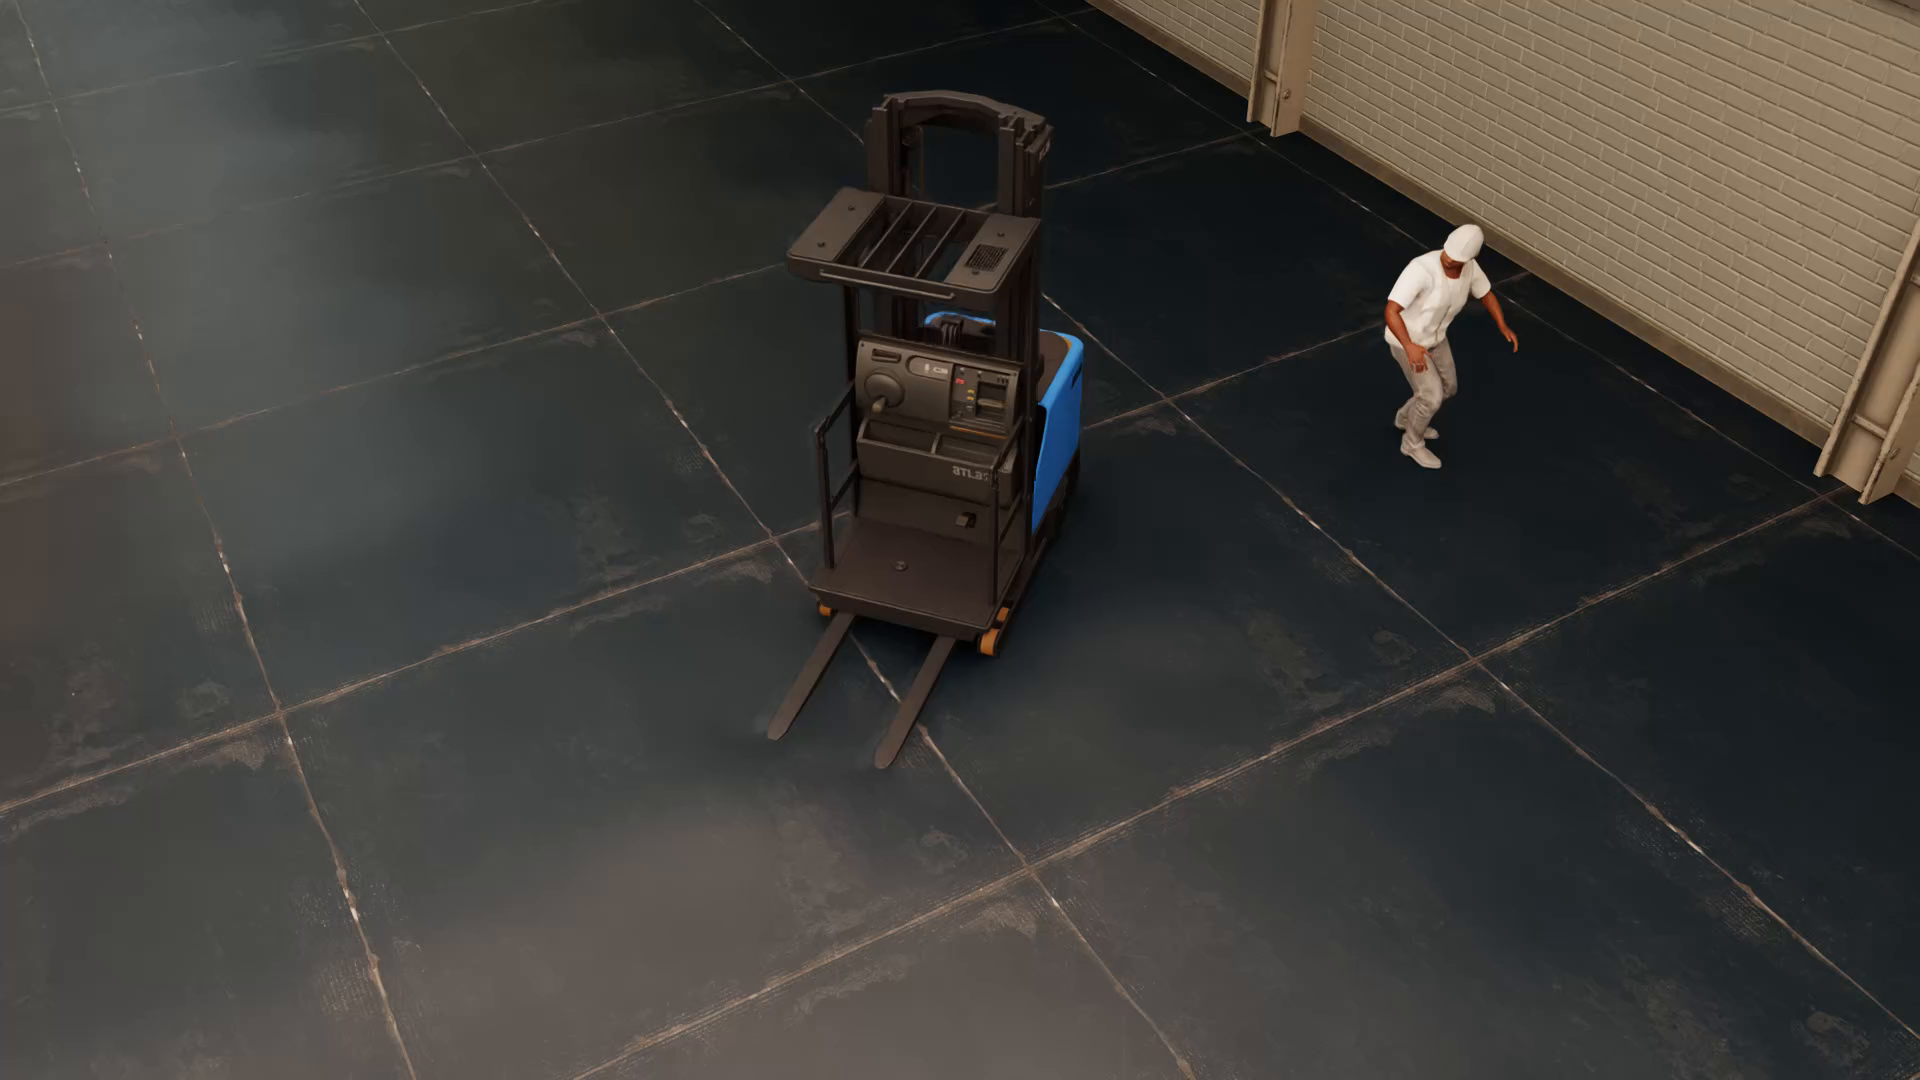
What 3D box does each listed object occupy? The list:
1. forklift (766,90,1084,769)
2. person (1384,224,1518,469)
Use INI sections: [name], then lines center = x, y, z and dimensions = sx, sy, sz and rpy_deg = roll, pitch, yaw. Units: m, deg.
[forklift]
center = -0.199, -0.759, 8.952
dimensions = 1.130, 2.935, 3.031
rpy_deg = 13, 41, 15
[person]
center = 3.061, -1.215, 10.497
dimensions = 0.832, 1.692, 0.707
rpy_deg = -30, 48, -31
